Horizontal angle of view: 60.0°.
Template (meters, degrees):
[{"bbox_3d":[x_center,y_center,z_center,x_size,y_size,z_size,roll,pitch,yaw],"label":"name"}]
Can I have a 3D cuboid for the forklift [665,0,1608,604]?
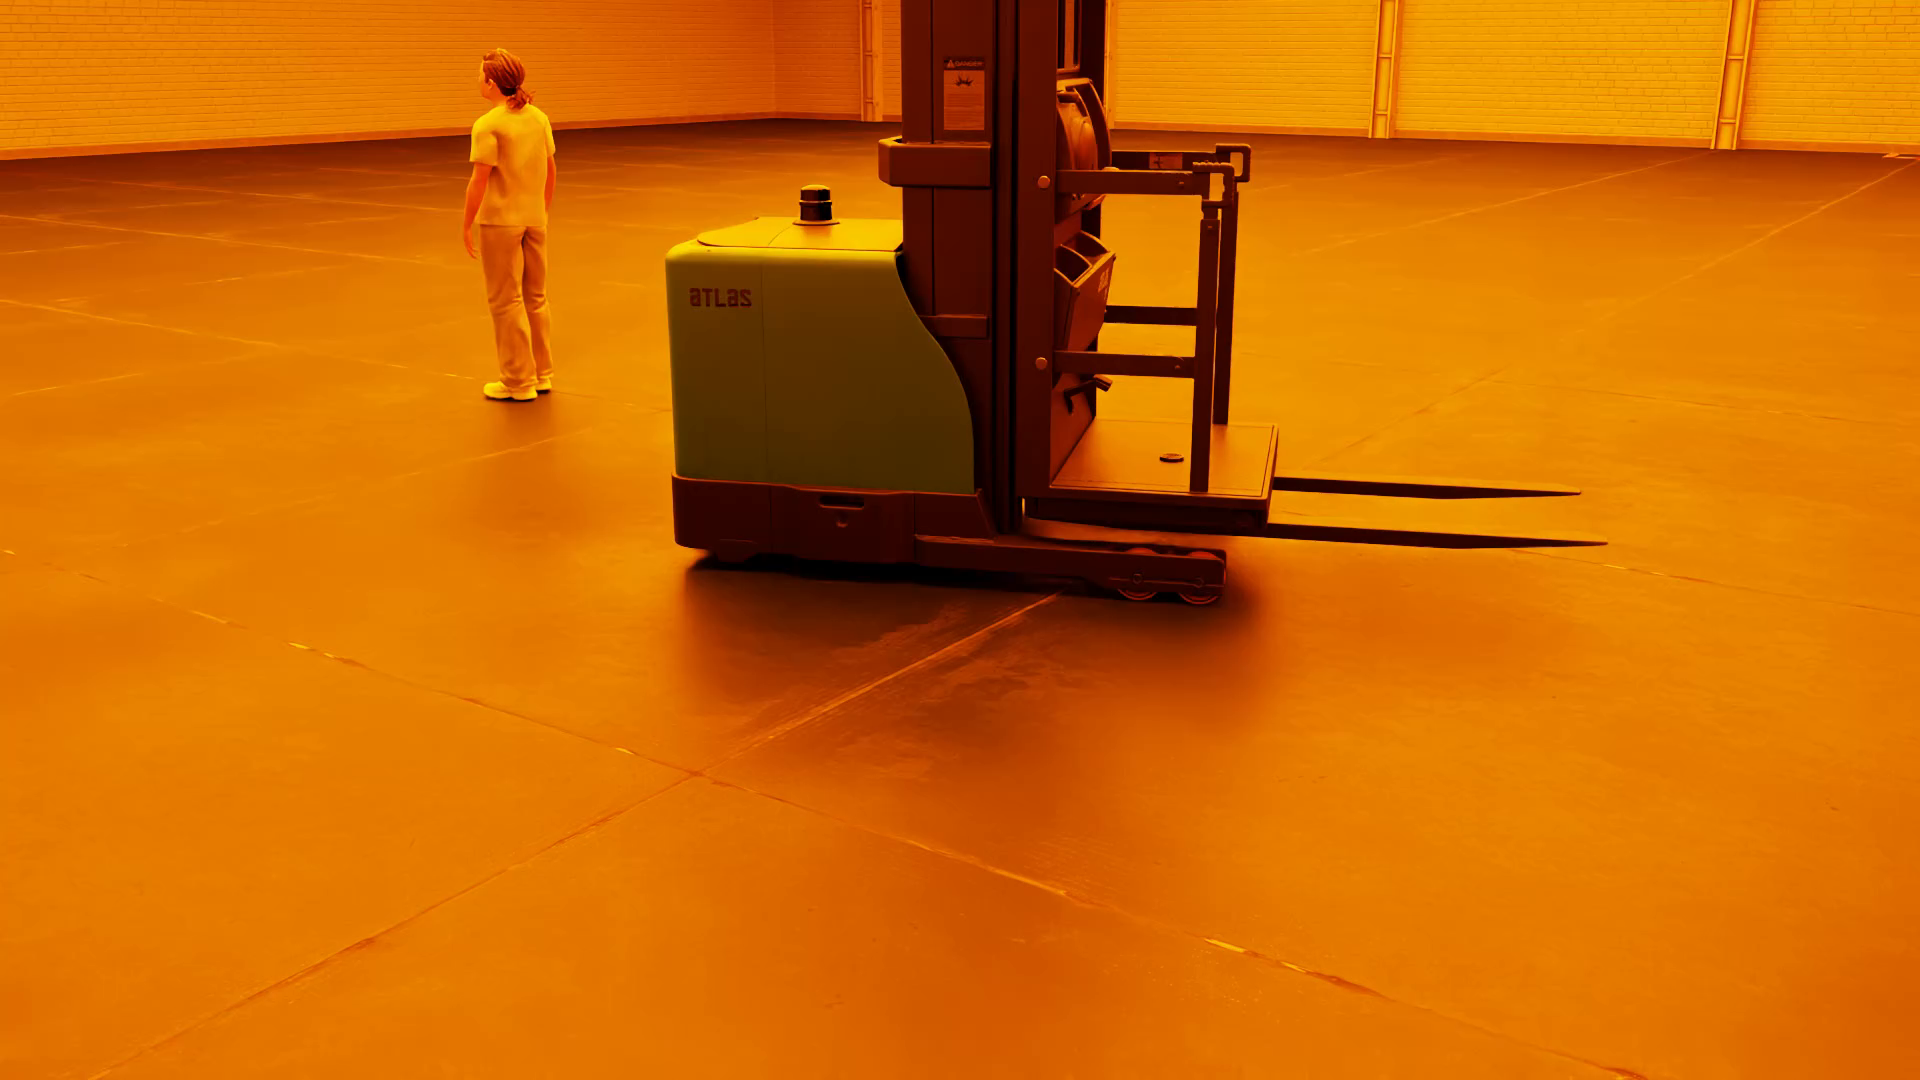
[{"bbox_3d":[0.595,-1.367,5.404,3.031,2.935,1.130,4,17,12],"label":"forklift"}]

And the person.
[{"bbox_3d":[-2.217,-1.518,8.079,0.545,1.676,0.543,11,20,33],"label":"person"}]
